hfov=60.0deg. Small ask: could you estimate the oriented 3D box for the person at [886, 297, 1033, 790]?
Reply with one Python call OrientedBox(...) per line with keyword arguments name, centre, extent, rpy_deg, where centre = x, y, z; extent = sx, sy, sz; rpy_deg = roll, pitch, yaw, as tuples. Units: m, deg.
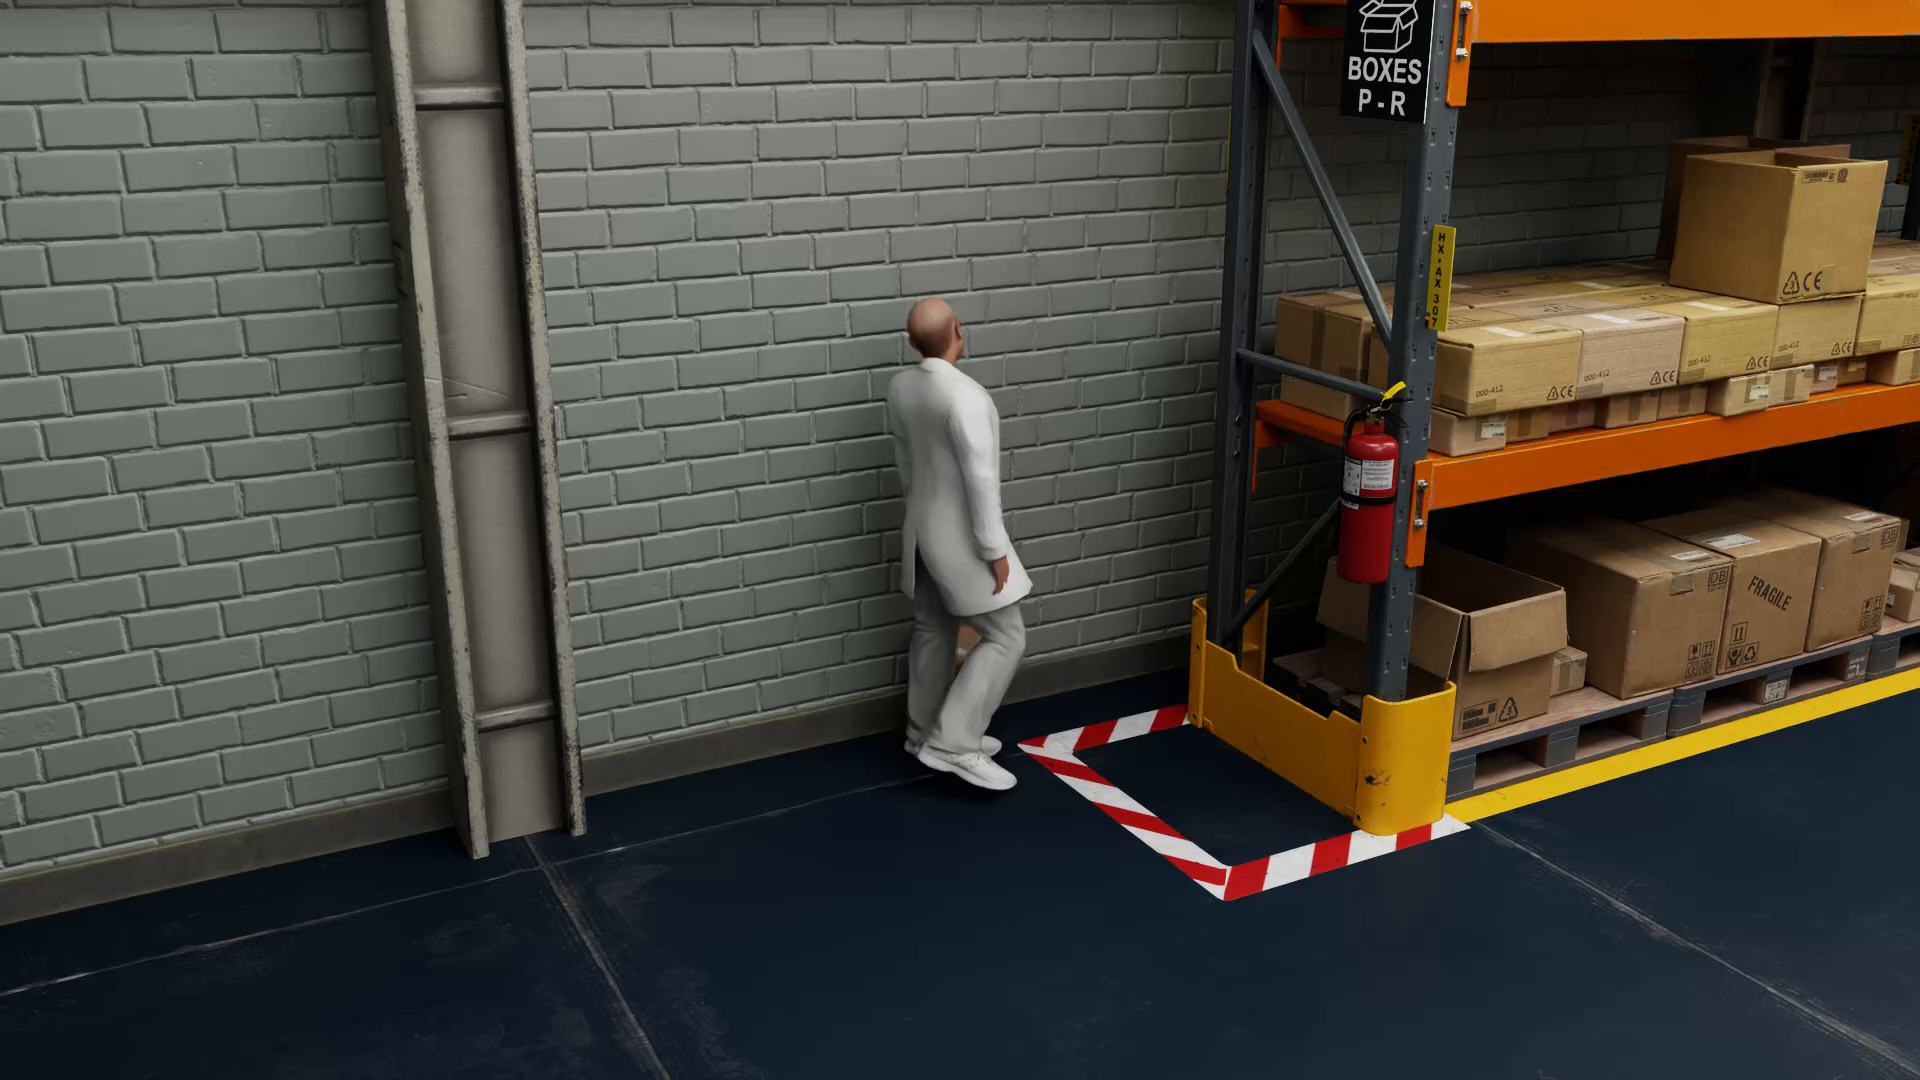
OrientedBox(name="person", centre=(-0.013, 0.012, 6.016), extent=(0.469, 1.769, 0.675), rpy_deg=(-10, 21, -28))
